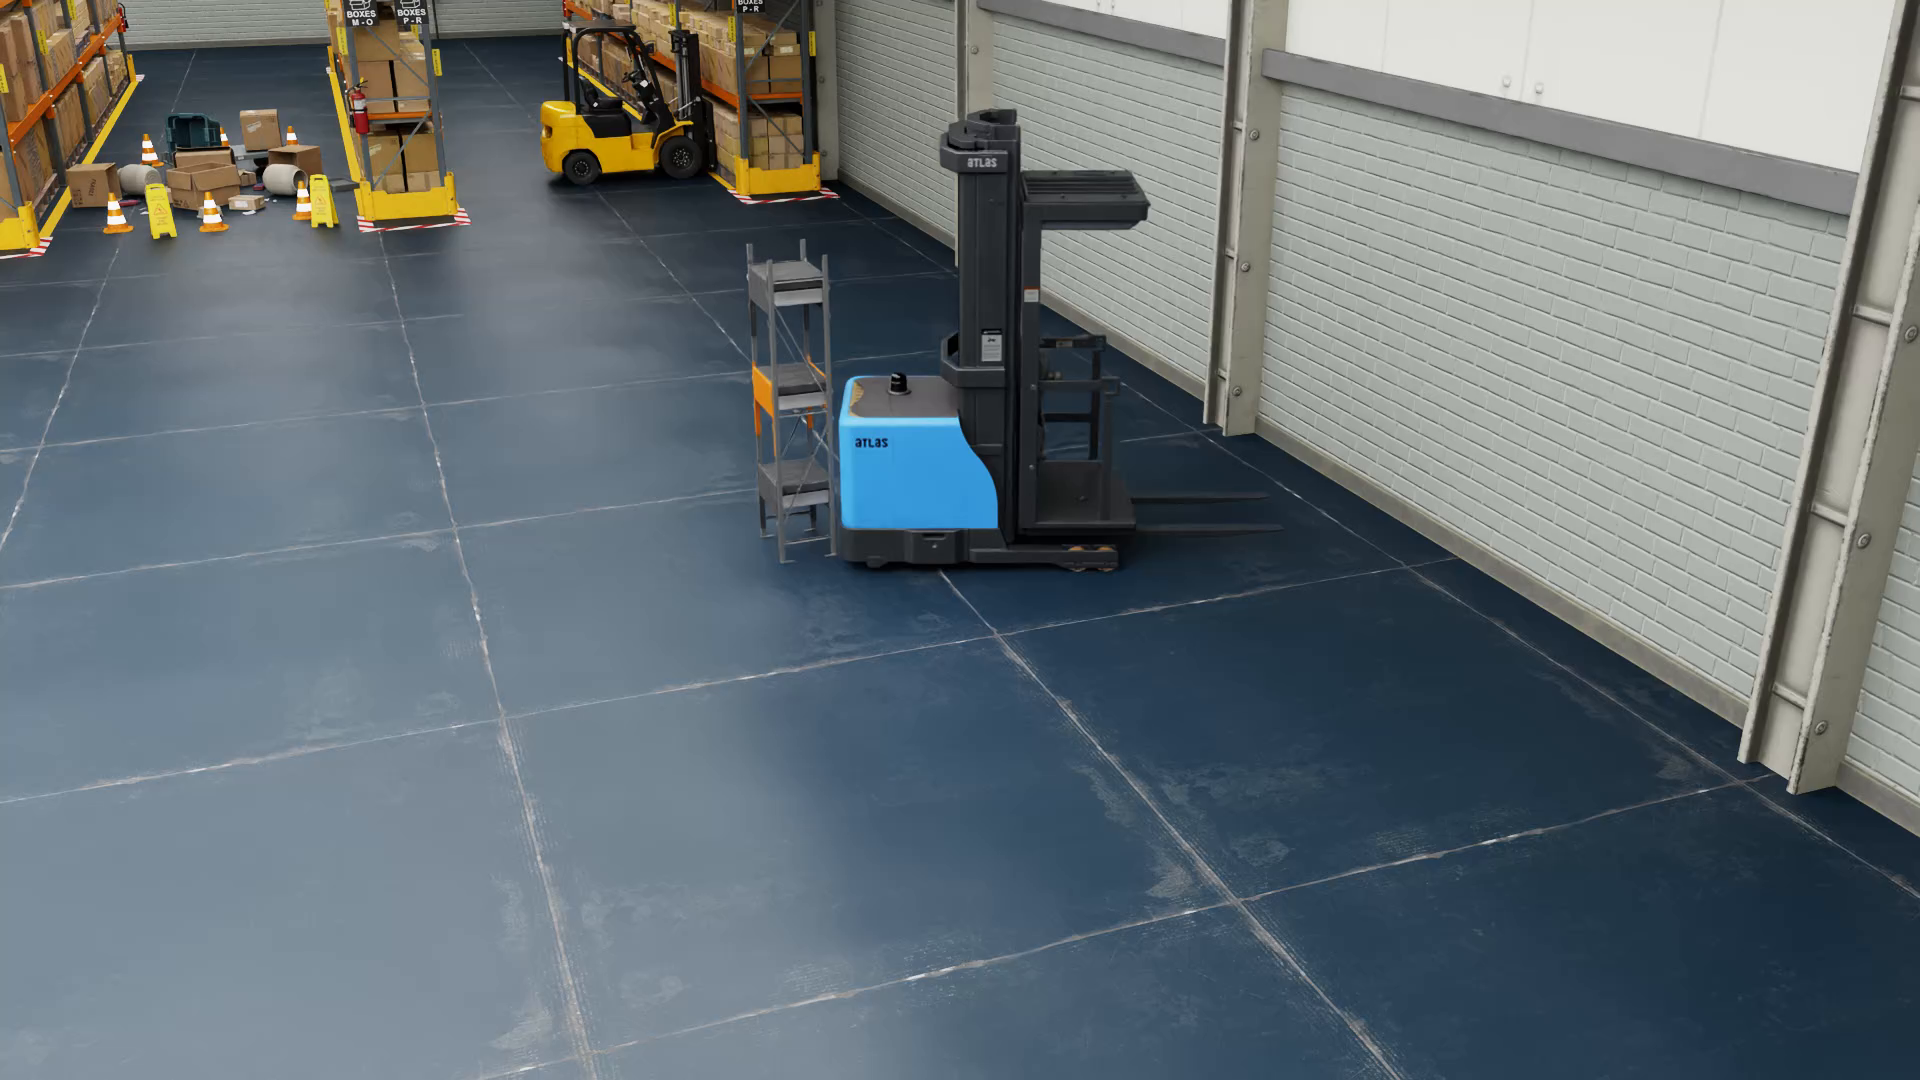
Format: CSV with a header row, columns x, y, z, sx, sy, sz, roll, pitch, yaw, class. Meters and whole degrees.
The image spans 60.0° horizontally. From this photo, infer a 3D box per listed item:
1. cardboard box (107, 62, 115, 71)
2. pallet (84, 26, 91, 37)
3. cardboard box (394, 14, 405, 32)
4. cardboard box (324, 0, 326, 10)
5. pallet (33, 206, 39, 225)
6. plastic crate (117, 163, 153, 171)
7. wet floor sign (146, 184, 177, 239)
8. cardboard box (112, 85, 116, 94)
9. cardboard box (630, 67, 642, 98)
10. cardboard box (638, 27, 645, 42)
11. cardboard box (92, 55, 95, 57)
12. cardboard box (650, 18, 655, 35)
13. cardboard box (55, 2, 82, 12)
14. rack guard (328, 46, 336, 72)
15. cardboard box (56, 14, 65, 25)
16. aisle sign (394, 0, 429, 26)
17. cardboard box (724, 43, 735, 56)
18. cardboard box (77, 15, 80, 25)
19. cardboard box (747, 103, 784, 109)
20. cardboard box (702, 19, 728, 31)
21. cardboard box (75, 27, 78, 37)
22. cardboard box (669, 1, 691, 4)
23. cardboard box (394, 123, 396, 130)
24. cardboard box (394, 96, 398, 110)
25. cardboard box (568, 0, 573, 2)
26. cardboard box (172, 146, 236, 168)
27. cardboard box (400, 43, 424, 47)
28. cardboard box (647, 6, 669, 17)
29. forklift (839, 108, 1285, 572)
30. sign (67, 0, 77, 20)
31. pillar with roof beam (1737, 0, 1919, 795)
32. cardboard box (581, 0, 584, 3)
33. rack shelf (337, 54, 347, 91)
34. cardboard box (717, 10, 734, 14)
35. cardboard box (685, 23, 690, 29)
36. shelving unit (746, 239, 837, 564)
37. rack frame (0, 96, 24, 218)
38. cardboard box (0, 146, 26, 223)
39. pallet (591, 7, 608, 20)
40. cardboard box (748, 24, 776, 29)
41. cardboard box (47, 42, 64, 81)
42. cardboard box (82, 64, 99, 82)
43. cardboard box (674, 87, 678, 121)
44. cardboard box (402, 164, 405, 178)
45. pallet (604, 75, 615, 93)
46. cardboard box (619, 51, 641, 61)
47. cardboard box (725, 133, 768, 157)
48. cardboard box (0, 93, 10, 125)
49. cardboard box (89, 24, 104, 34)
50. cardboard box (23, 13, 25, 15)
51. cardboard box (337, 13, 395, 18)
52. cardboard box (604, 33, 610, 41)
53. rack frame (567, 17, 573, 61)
x,y,z,sx,sy,sz,roll,pitch,yaw,class
-16.270,-8.975,31.547,0.380,0.149,0.250,-8,24,-18,cardboard box
-15.904,-8.893,29.235,1.003,0.211,1.213,-8,24,-19,pallet
-8.514,-7.675,25.044,0.500,0.500,0.500,-8,24,-18,cardboard box
-12.954,-11.281,34.524,0.500,0.500,0.500,-9,24,-19,cardboard box
-12.154,-3.914,20.764,1.003,0.211,1.213,-8,24,-19,pallet
-11.924,-5.220,23.819,0.450,0.188,0.662,-6,21,12,plastic crate
-9.936,-4.095,20.636,0.267,0.644,0.232,-13,26,-28,wet floor sign
-15.866,-8.335,30.794,0.380,0.149,0.250,-9,25,-21,cardboard box
-5.737,-8.390,30.472,0.500,0.500,0.500,-8,24,-17,cardboard box
-5.286,-8.777,28.905,0.500,0.250,0.500,-9,24,-20,cardboard box
-17.373,-9.566,32.948,0.380,0.149,0.250,-8,24,-18,cardboard box
-4.911,-8.634,27.922,0.500,0.250,0.500,-8,24,-18,cardboard box
-15.435,-9.225,28.792,0.380,0.149,0.250,-8,24,-19,cardboard box
-12.864,-10.305,35.557,1.175,0.500,0.348,-8,24,-19,rack guard
-14.608,-8.374,26.772,0.380,0.149,0.250,-8,24,-19,cardboard box
-6.891,-6.853,20.800,0.394,0.787,0.004,-8,24,-19,aisle sign
-3.064,-6.839,23.149,0.380,0.149,0.250,-8,24,-18,cardboard box
-15.163,-8.809,28.188,0.380,0.149,0.250,-7,24,-17,cardboard box
-2.900,-6.269,24.475,0.500,0.250,0.500,-9,24,-19,cardboard box
-3.610,-7.639,24.665,0.380,0.149,0.250,-8,24,-19,cardboard box
-14.977,-8.484,27.799,0.380,0.149,0.250,-8,24,-17,cardboard box
-4.851,-9.297,28.981,0.380,0.149,0.250,-8,24,-19,cardboard box
-7.794,-5.812,23.712,0.500,0.500,0.500,-7,24,-16,cardboard box
-7.232,-5.761,21.879,0.380,0.149,0.250,-8,24,-18,cardboard box
-8.354,-11.858,36.346,0.380,0.149,0.250,-9,24,-19,cardboard box
-10.530,-5.177,23.209,0.797,0.637,0.503,-8,24,-19,cardboard box
-7.665,-6.585,22.999,0.500,0.500,0.500,-9,24,-20,cardboard box
-5.084,-8.945,28.148,0.380,0.149,0.250,-8,24,-18,cardboard box
0.703,-1.343,11.162,3.031,2.935,1.130,0,23,0,forklift
-14.106,-8.437,26.414,0.100,0.325,0.005,-8,24,-19,sign
0.368,-2.328,5.686,9.100,9.000,0.400,-8,24,-19,pillar with roof beam
-7.563,-11.260,34.414,0.500,0.250,0.500,-9,24,-19,cardboard box
-9.323,-7.484,26.570,1.077,0.370,4.000,-8,24,-19,rack shelf
-3.579,-8.178,25.945,0.380,0.149,0.250,-8,24,-19,cardboard box
-4.015,-7.870,25.596,0.380,0.149,0.250,-8,24,-18,cardboard box
-1.131,-0.923,11.235,0.431,2.100,0.503,-9,24,-20,shelving unit
-11.798,-4.919,19.559,1.000,3.000,0.127,-8,24,-19,rack frame
-12.100,-4.371,20.453,0.875,0.875,0.875,-8,24,-19,cardboard box
-6.620,-10.284,32.534,1.003,0.211,1.213,-8,24,-19,pallet
-2.837,-7.329,23.929,0.380,0.149,0.250,-8,24,-17,cardboard box
-13.499,-7.012,24.396,0.500,0.500,0.500,-8,24,-19,cardboard box
-15.169,-8.052,28.704,0.500,0.250,0.500,-9,25,-21,cardboard box
-4.169,-7.058,27.151,0.875,0.625,0.625,-7,24,-17,cardboard box
-7.607,-5.276,23.404,0.500,0.250,0.500,-7,24,-15,cardboard box
-6.477,-9.102,33.074,1.003,0.211,1.213,-8,24,-19,pallet
-6.241,-9.195,31.547,0.380,0.149,0.250,-10,25,-22,cardboard box
-3.025,-5.608,23.550,0.500,0.250,0.500,-9,24,-20,cardboard box
-12.187,-5.314,20.302,0.875,0.550,0.550,-8,24,-19,cardboard box
-15.832,-9.311,30.303,0.380,0.149,0.250,-7,24,-17,cardboard box
-13.392,-7.059,23.220,0.700,0.500,0.500,-9,24,-20,cardboard box
-7.760,-6.619,21.794,0.700,0.500,0.500,-8,24,-18,cardboard box
-6.866,-9.997,33.065,0.380,0.149,0.250,-9,24,-20,cardboard box
-8.213,-12.131,36.670,1.000,3.000,0.127,-8,24,-19,rack frame
